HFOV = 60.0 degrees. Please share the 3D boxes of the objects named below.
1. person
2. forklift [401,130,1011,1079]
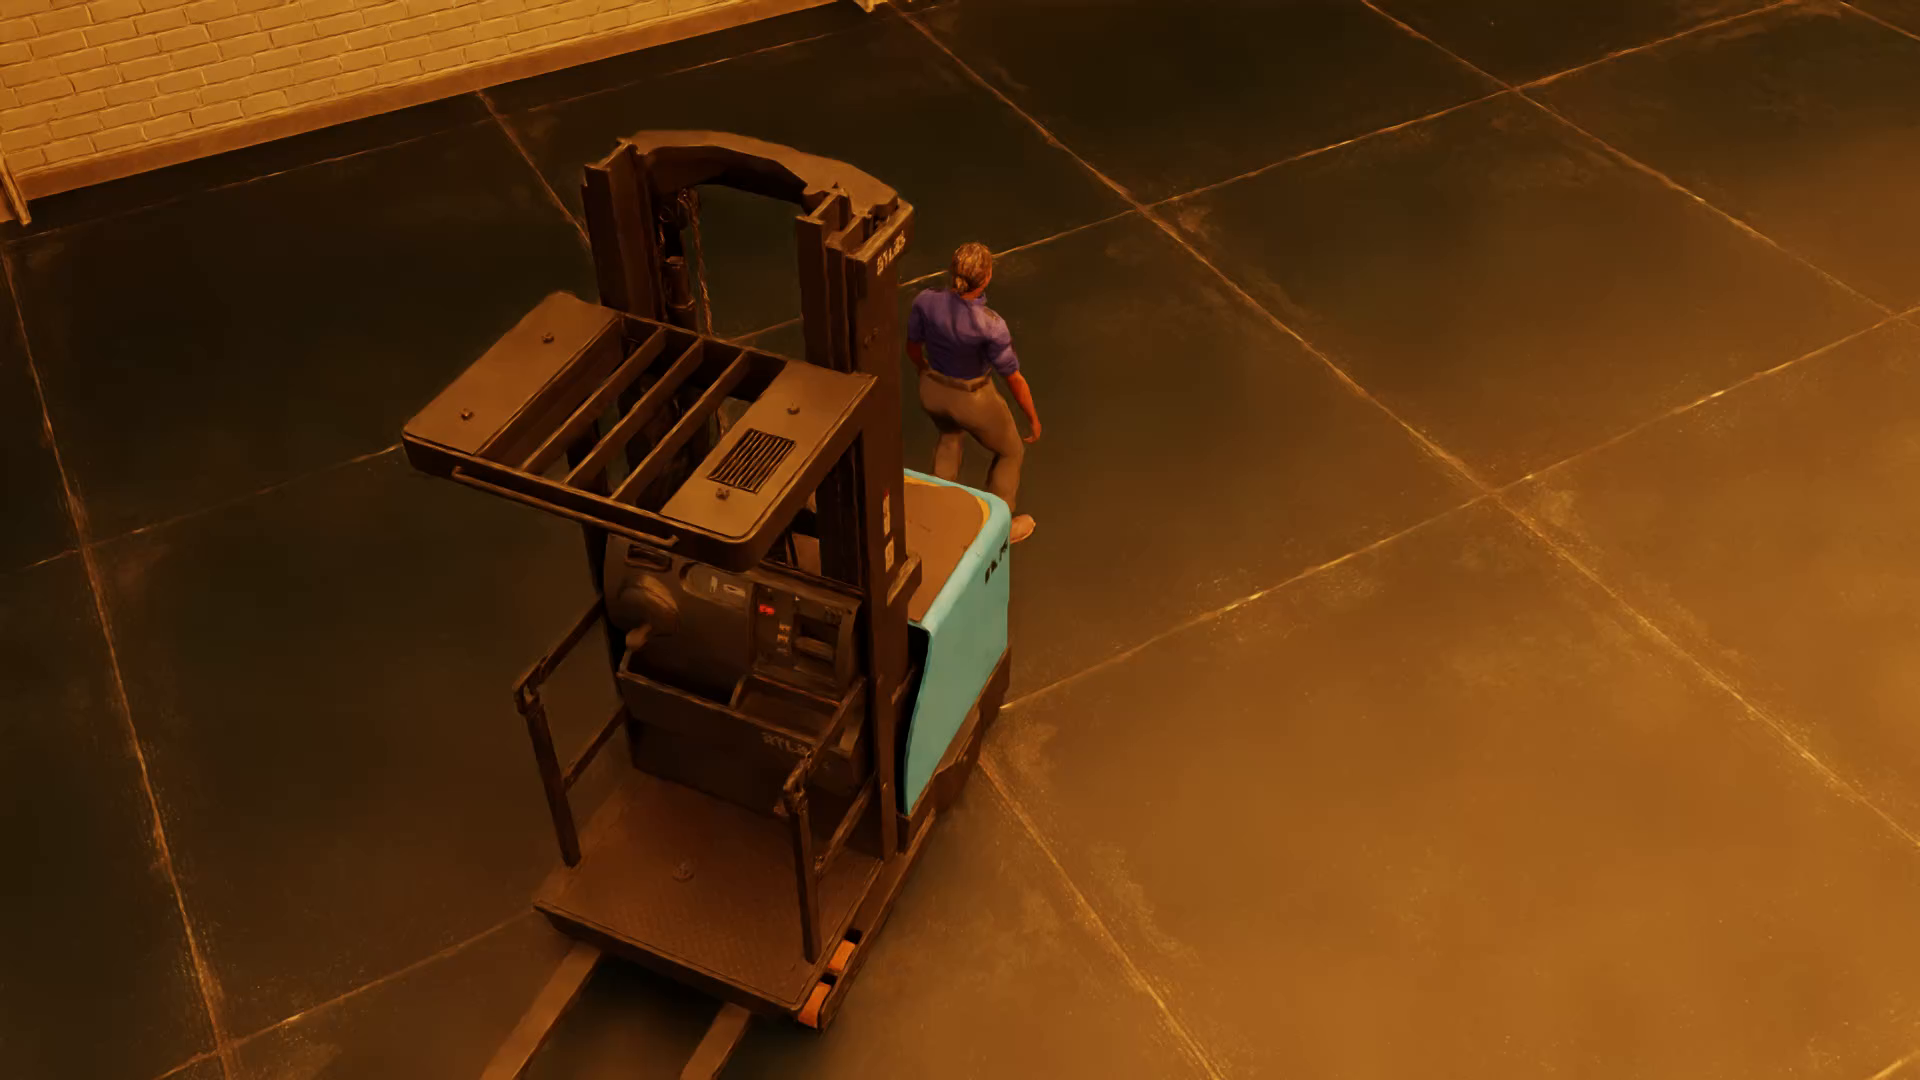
[{"bbox_3d":[0.065,-0.655,7.387,0.667,1.597,0.398,22,47,22],"label":"person"},{"bbox_3d":[-0.850,0.332,5.340,1.130,2.935,3.031,17,45,17],"label":"forklift"}]
